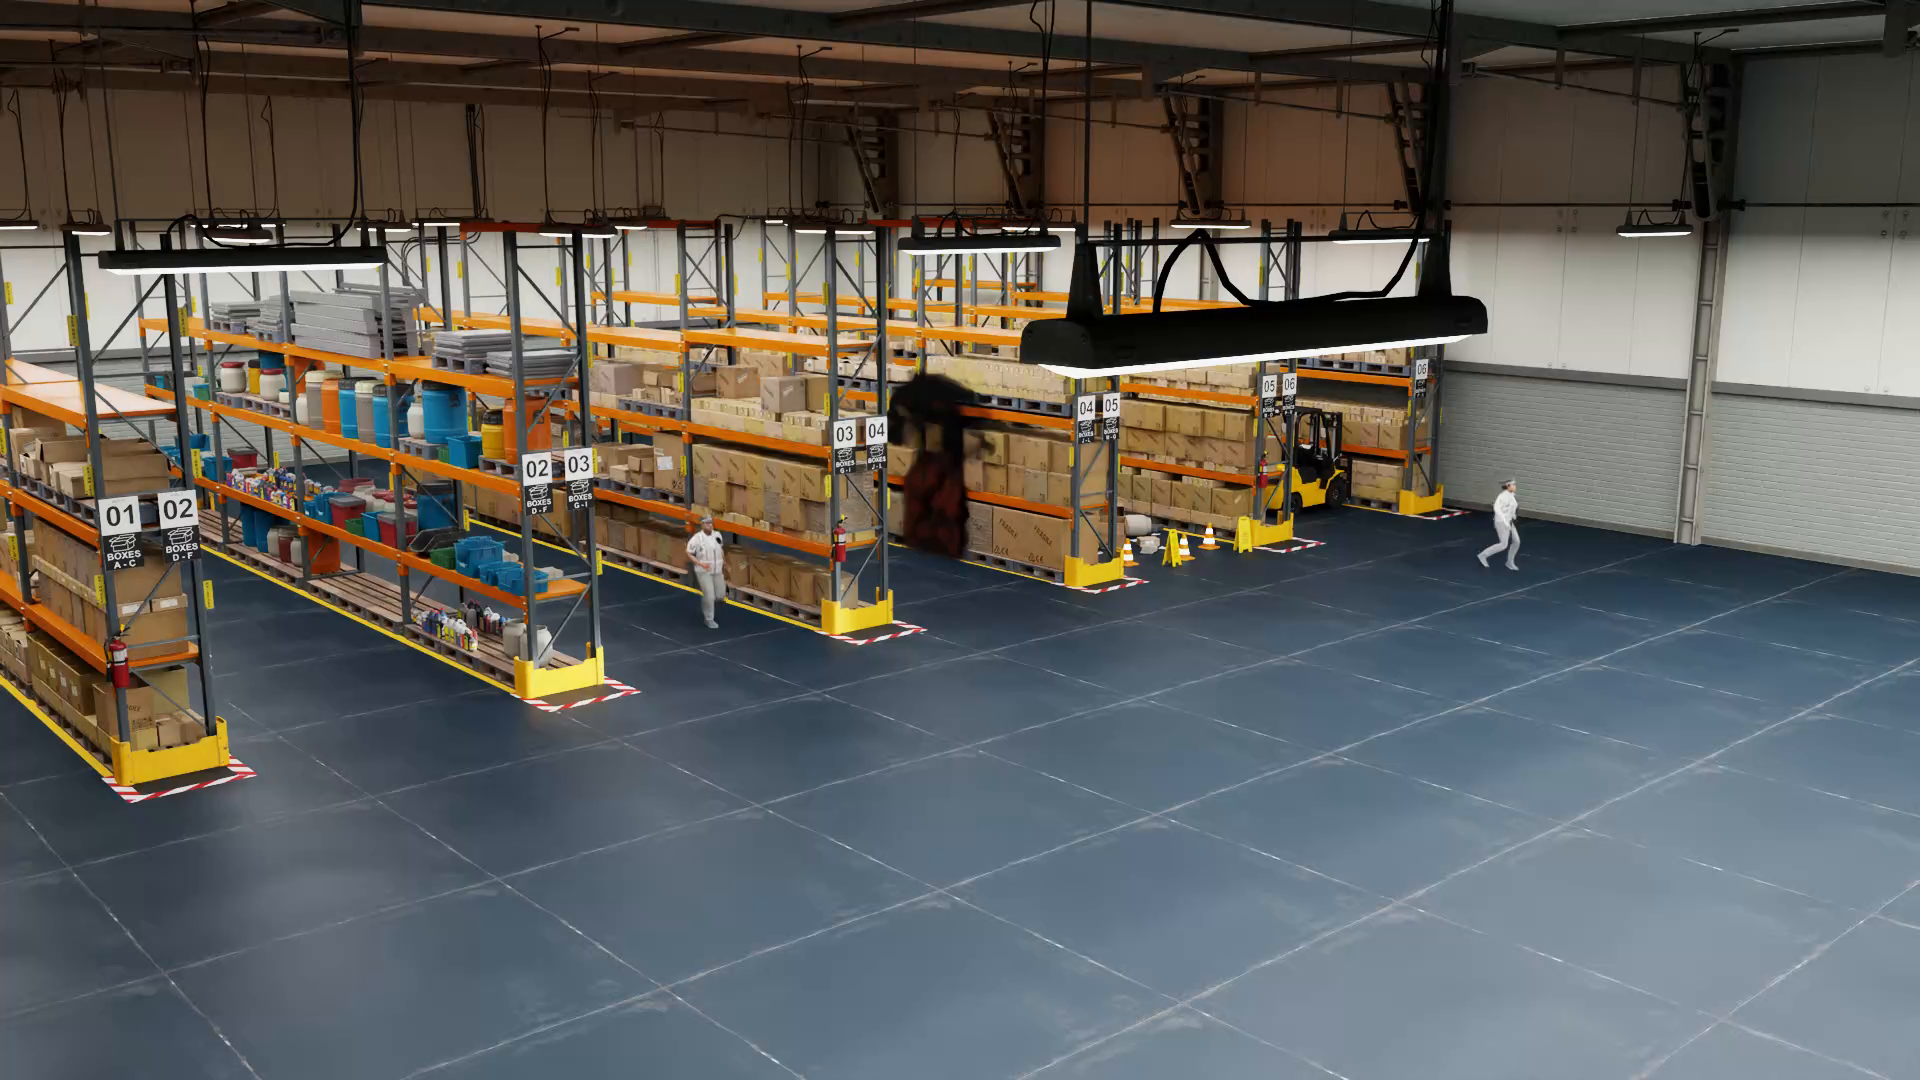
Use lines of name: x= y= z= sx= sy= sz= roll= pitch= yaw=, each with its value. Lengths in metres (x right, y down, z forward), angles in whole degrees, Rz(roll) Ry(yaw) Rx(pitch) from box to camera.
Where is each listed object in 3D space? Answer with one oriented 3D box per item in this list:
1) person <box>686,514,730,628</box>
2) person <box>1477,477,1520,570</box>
person: x=-3.835 y=0.451 z=25.294 sx=0.665 sy=1.746 sz=0.603 roll=-9 pitch=15 yaw=-38
person: x=9.524 y=-0.276 z=29.198 sx=0.641 sy=1.693 sz=0.814 roll=7 pitch=14 yaw=32
